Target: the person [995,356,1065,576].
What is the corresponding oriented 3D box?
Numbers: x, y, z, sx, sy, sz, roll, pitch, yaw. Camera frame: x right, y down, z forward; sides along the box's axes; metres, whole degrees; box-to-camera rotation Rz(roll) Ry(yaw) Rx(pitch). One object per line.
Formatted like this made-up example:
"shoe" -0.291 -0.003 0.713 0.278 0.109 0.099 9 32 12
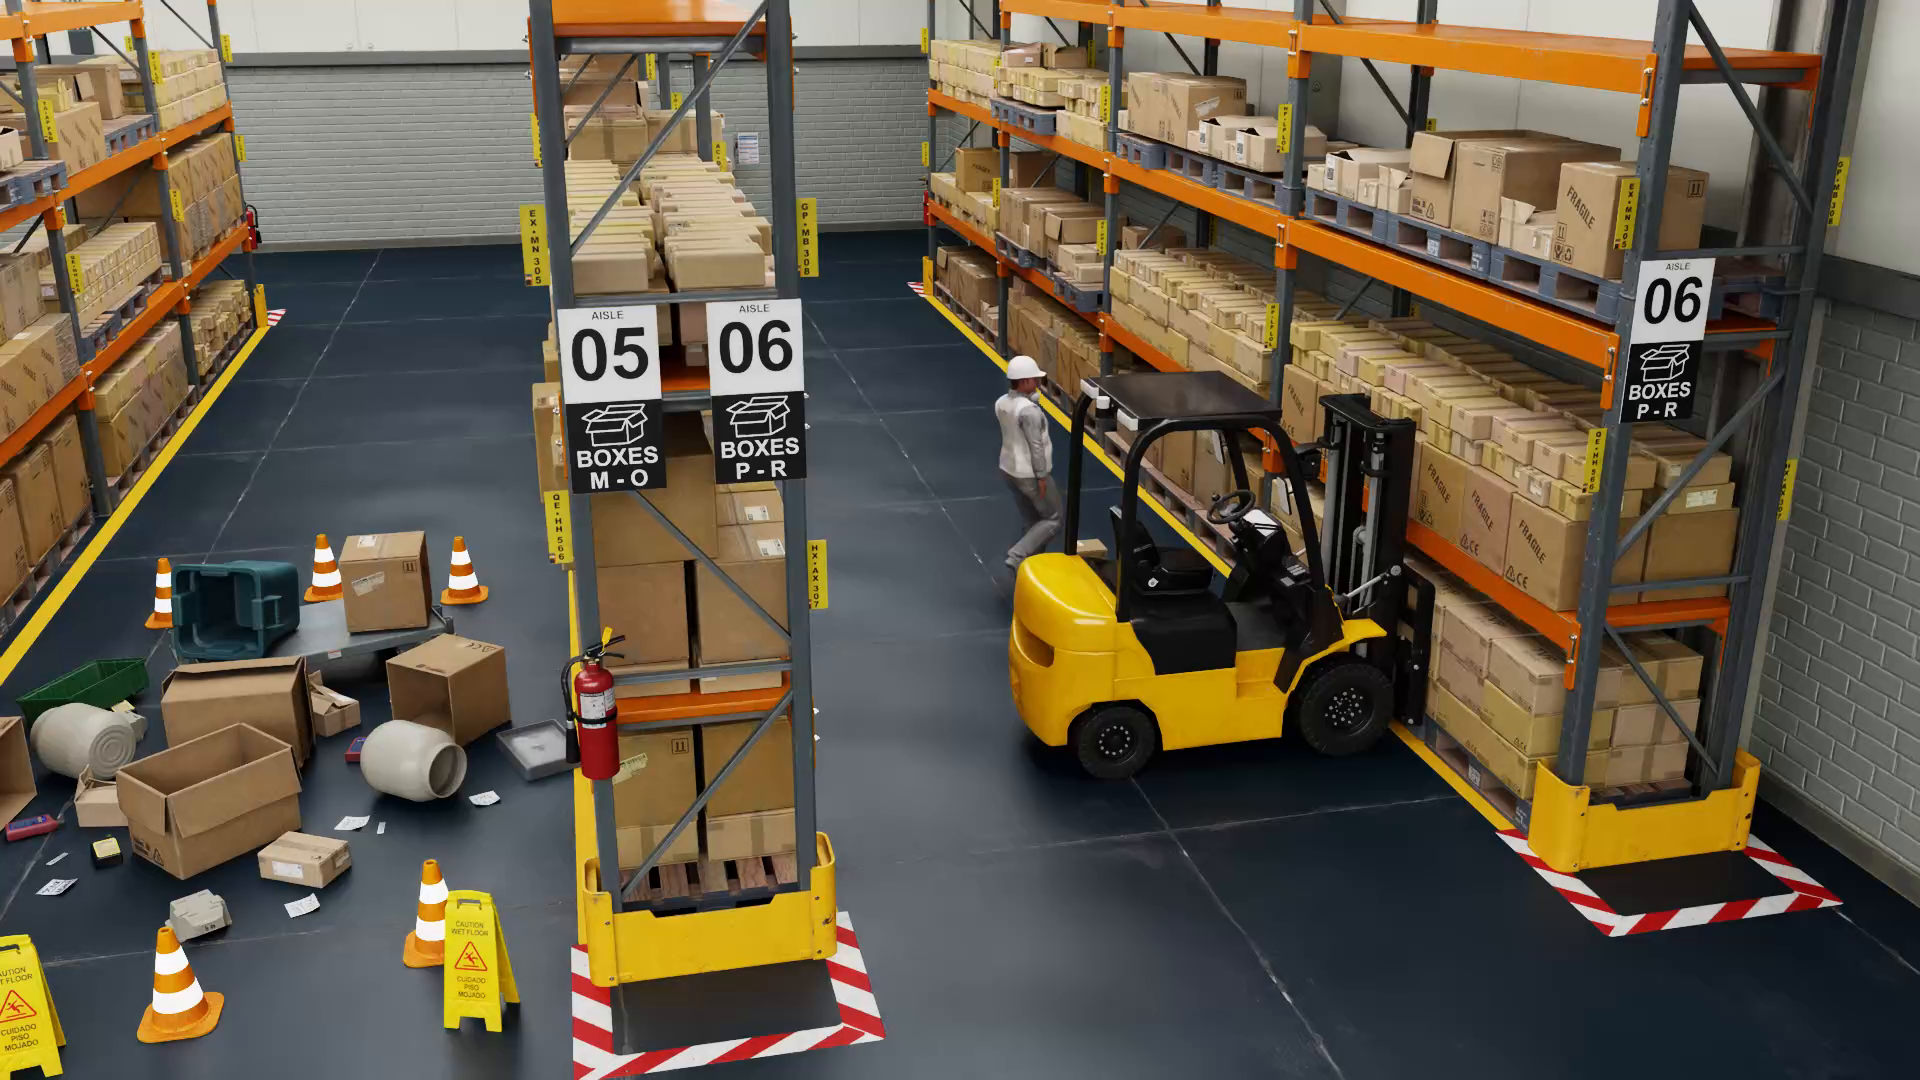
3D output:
"person" 0.560 -0.534 12.544 0.647 1.762 0.577 -10 22 -27
